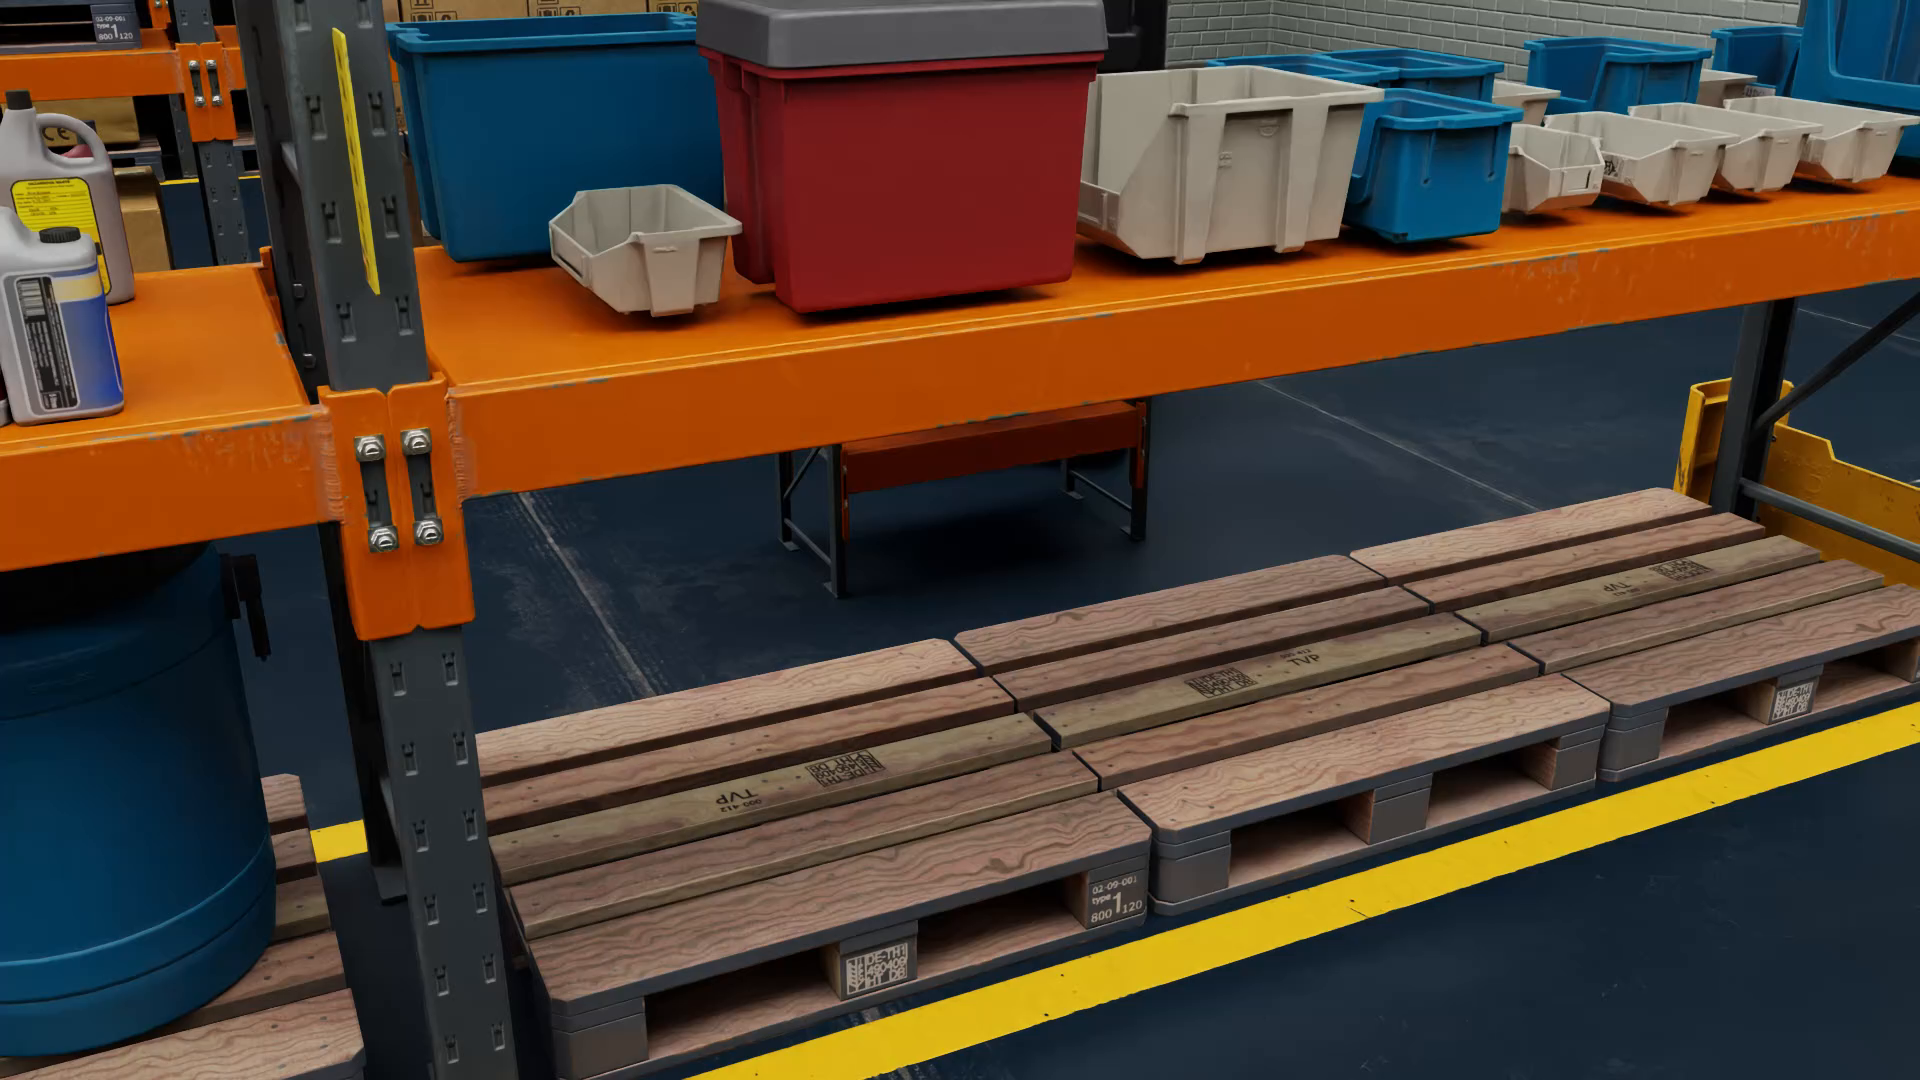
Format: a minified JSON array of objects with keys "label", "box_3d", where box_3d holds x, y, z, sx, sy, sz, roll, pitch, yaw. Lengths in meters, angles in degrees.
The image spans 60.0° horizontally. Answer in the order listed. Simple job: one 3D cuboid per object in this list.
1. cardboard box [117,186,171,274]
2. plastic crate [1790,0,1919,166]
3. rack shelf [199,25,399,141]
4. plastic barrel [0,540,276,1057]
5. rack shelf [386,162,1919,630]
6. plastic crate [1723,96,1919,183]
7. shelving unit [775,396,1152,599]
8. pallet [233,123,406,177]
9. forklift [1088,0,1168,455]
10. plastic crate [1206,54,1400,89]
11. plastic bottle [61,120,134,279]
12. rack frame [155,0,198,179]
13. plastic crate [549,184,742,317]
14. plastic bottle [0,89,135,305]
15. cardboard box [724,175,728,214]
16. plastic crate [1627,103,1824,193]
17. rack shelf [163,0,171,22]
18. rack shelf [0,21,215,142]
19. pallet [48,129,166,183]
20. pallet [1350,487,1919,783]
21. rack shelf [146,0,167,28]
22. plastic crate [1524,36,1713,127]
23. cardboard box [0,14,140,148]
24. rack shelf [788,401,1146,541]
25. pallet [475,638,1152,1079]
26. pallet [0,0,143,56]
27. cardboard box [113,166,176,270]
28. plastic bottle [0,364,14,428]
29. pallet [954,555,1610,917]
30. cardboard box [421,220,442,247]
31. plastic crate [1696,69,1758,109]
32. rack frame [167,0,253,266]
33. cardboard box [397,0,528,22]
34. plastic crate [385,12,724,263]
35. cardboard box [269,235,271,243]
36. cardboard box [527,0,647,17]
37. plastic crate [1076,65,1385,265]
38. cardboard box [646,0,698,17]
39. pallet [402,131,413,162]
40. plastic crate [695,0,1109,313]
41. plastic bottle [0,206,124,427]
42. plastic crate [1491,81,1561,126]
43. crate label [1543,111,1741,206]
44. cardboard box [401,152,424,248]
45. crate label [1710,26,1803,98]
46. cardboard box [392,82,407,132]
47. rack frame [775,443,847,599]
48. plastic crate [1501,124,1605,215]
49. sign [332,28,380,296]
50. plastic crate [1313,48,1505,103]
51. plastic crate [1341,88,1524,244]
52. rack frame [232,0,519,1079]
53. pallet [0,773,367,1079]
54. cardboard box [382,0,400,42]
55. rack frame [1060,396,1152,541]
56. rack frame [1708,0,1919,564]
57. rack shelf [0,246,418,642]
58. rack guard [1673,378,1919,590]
[{"label":"cardboard box","box_3d":[-3.478,-1.121,6.730,0.500,0.500,0.500,-11,25,-24]},{"label":"plastic crate","box_3d":[2.371,-1.133,3.942,0.499,0.435,0.616,-10,25,-24]},{"label":"rack shelf","box_3d":[-1.355,-2.253,7.711,4.000,0.370,1.077,-10,25,-24]},{"label":"plastic barrel","box_3d":[-1.510,0.314,2.764,0.708,0.901,0.600,-10,25,-24]},{"label":"rack shelf","box_3d":[0.790,-0.545,3.586,4.000,0.370,1.077,-10,25,-24]},{"label":"plastic crate","box_3d":[1.936,-0.918,3.811,0.243,0.136,0.396,-10,25,-24]},{"label":"shelving unit","box_3d":[0.006,-0.521,5.038,1.048,1.125,0.538,-10,25,-24]},{"label":"pallet","box_3d":[-4.590,-2.771,11.668,1.213,0.211,1.003,-10,25,-24]},{"label":"forklift","box_3d":[0.302,-2.179,6.682,1.130,2.935,3.031,4,23,9]},{"label":"plastic crate","box_3d":[0.770,-0.964,3.797,0.300,0.233,0.416,-10,25,-24]},{"label":"plastic bottle","box_3d":[-1.528,-0.578,2.877,0.133,0.283,0.061,-10,25,-24]},{"label":"rack frame","box_3d":[-5.309,-3.960,10.895,0.127,3.000,1.000,-10,25,-24]},{"label":"plastic crate","box_3d":[-0.531,-0.480,2.753,0.243,0.136,0.396,-10,25,-24]},{"label":"plastic bottle","box_3d":[-1.506,-0.570,2.769,0.185,0.351,0.144,-10,25,-24]},{"label":"cardboard box","box_3d":[-1.467,-1.617,7.923,0.637,0.503,0.797,-10,25,-24]},{"label":"plastic crate","box_3d":[1.668,-0.874,3.707,0.243,0.136,0.396,-10,25,-24]},{"label":"rack shelf","box_3d":[-3.507,-3.959,11.834,4.000,0.370,1.077,-10,25,-24]},{"label":"rack shelf","box_3d":[-4.959,-1.589,6.108,4.000,0.370,1.077,-10,25,-24]},{"label":"pallet","box_3d":[-5.972,-2.518,11.056,1.213,0.211,1.003,-10,25,-24]},{"label":"pallet","box_3d":[1.832,0.203,4.485,1.213,0.211,1.003,-10,25,-24]},{"label":"rack shelf","box_3d":[-7.111,-3.296,10.231,4.000,0.370,1.077,-10,25,-24]},{"label":"plastic crate","box_3d":[1.634,-1.123,4.182,0.300,0.233,0.416,-10,25,-24]},{"label":"cardboard box","box_3d":[-5.838,-3.008,10.857,0.750,0.750,0.750,-10,25,-23]},{"label":"rack shelf","box_3d":[0.006,-0.295,5.131,1.000,0.278,0.538,-10,25,-24]},{"label":"pallet","box_3d":[-0.367,0.607,3.507,1.213,0.211,1.003,-10,25,-24]},{"label":"pallet","box_3d":[-3.925,-2.070,6.579,1.213,0.211,1.003,-10,25,-24]},{"label":"cardboard box","box_3d":[-3.699,-1.306,7.175,0.500,0.500,0.500,-12,25,-26]},{"label":"plastic bottle","box_3d":[-1.320,-0.249,2.188,0.097,0.201,0.097,0,22,0]},{"label":"pallet","box_3d":[0.734,0.403,4.000,1.213,0.211,1.003,-10,25,-24]},{"label":"cardboard box","box_3d":[-2.455,-1.415,7.898,0.250,0.149,0.380,-10,25,-24]},{"label":"plastic crate","box_3d":[1.902,-1.163,4.404,0.298,0.136,0.250,-10,25,-24]},{"label":"rack frame","box_3d":[-3.157,-2.254,6.772,0.127,3.000,1.000,-10,25,-24]},{"label":"cardboard box","box_3d":[-2.120,-2.376,6.938,0.500,0.500,0.500,-10,24,-23]},{"label":"plastic crate","box_3d":[-0.740,-0.761,3.109,0.575,0.384,0.392,-10,25,-24]},{"label":"cardboard box","box_3d":[-2.685,-1.210,7.190,0.500,0.311,0.500,-10,25,-24]},{"label":"cardboard box","box_3d":[-1.668,-2.459,7.137,0.500,0.500,0.500,-11,25,-24]},{"label":"plastic crate","box_3d":[0.444,-0.709,3.116,0.530,0.282,0.437,-10,25,-24]},{"label":"cardboard box","box_3d":[-1.210,-2.543,7.342,0.500,0.500,0.500,-11,25,-24]},{"label":"pallet","box_3d":[-3.489,-2.975,12.160,1.213,0.211,1.003,-10,25,-24]},{"label":"plastic crate","box_3d":[-0.099,-0.665,2.772,0.583,0.464,0.402,-10,25,-24]},{"label":"plastic bottle","box_3d":[-1.227,-0.312,2.243,0.135,0.276,0.152,-10,25,-24]},{"label":"plastic crate","box_3d":[1.291,-1.051,4.132,0.298,0.136,0.250,-10,25,-24]},{"label":"crate label","box_3d":[1.428,-0.820,3.575,0.243,0.136,0.396,-10,25,-24]},{"label":"cardboard box","box_3d":[-2.767,-1.494,7.631,0.500,0.500,0.500,-10,25,-24]},{"label":"crate label","box_3d":[2.227,-1.232,4.445,0.303,0.233,0.416,-10,25,-24]},{"label":"cardboard box","box_3d":[-4.137,-3.170,11.705,0.500,0.500,0.700,-11,25,-24]},{"label":"rack frame","box_3d":[-0.452,-0.437,4.834,0.032,1.125,0.500,-10,25,-24]},{"label":"plastic crate","box_3d":[1.169,-0.764,3.441,0.250,0.136,0.298,-10,25,-24]},{"label":"sign","box_3d":[-0.775,-0.484,2.135,0.005,0.325,0.100,-10,25,-24]},{"label":"plastic crate","box_3d":[1.040,-1.014,3.918,0.300,0.233,0.416,-10,25,-24]},{"label":"plastic crate","box_3d":[0.853,-0.731,3.234,0.300,0.233,0.416,-10,25,-24]},{"label":"rack frame","box_3d":[-1.012,-0.546,2.647,0.127,3.000,1.000,-10,25,-24]},{"label":"pallet","box_3d":[-1.726,0.856,2.906,1.213,0.211,1.003,-10,25,-24]},{"label":"cardboard box","box_3d":[-2.580,-2.290,6.730,0.500,0.500,0.500,-10,24,-22]},{"label":"rack frame","box_3d":[0.464,-0.605,5.241,0.032,1.125,0.500,-10,25,-24]},{"label":"rack frame","box_3d":[2.592,-1.209,4.250,0.127,3.000,1.000,-10,25,-24]},{"label":"rack shelf","box_3d":[-2.814,0.118,1.983,4.000,0.370,1.077,-10,25,-24]},{"label":"rack guard","box_3d":[2.608,-0.063,4.748,0.348,0.500,1.175,-10,25,-24]}]
